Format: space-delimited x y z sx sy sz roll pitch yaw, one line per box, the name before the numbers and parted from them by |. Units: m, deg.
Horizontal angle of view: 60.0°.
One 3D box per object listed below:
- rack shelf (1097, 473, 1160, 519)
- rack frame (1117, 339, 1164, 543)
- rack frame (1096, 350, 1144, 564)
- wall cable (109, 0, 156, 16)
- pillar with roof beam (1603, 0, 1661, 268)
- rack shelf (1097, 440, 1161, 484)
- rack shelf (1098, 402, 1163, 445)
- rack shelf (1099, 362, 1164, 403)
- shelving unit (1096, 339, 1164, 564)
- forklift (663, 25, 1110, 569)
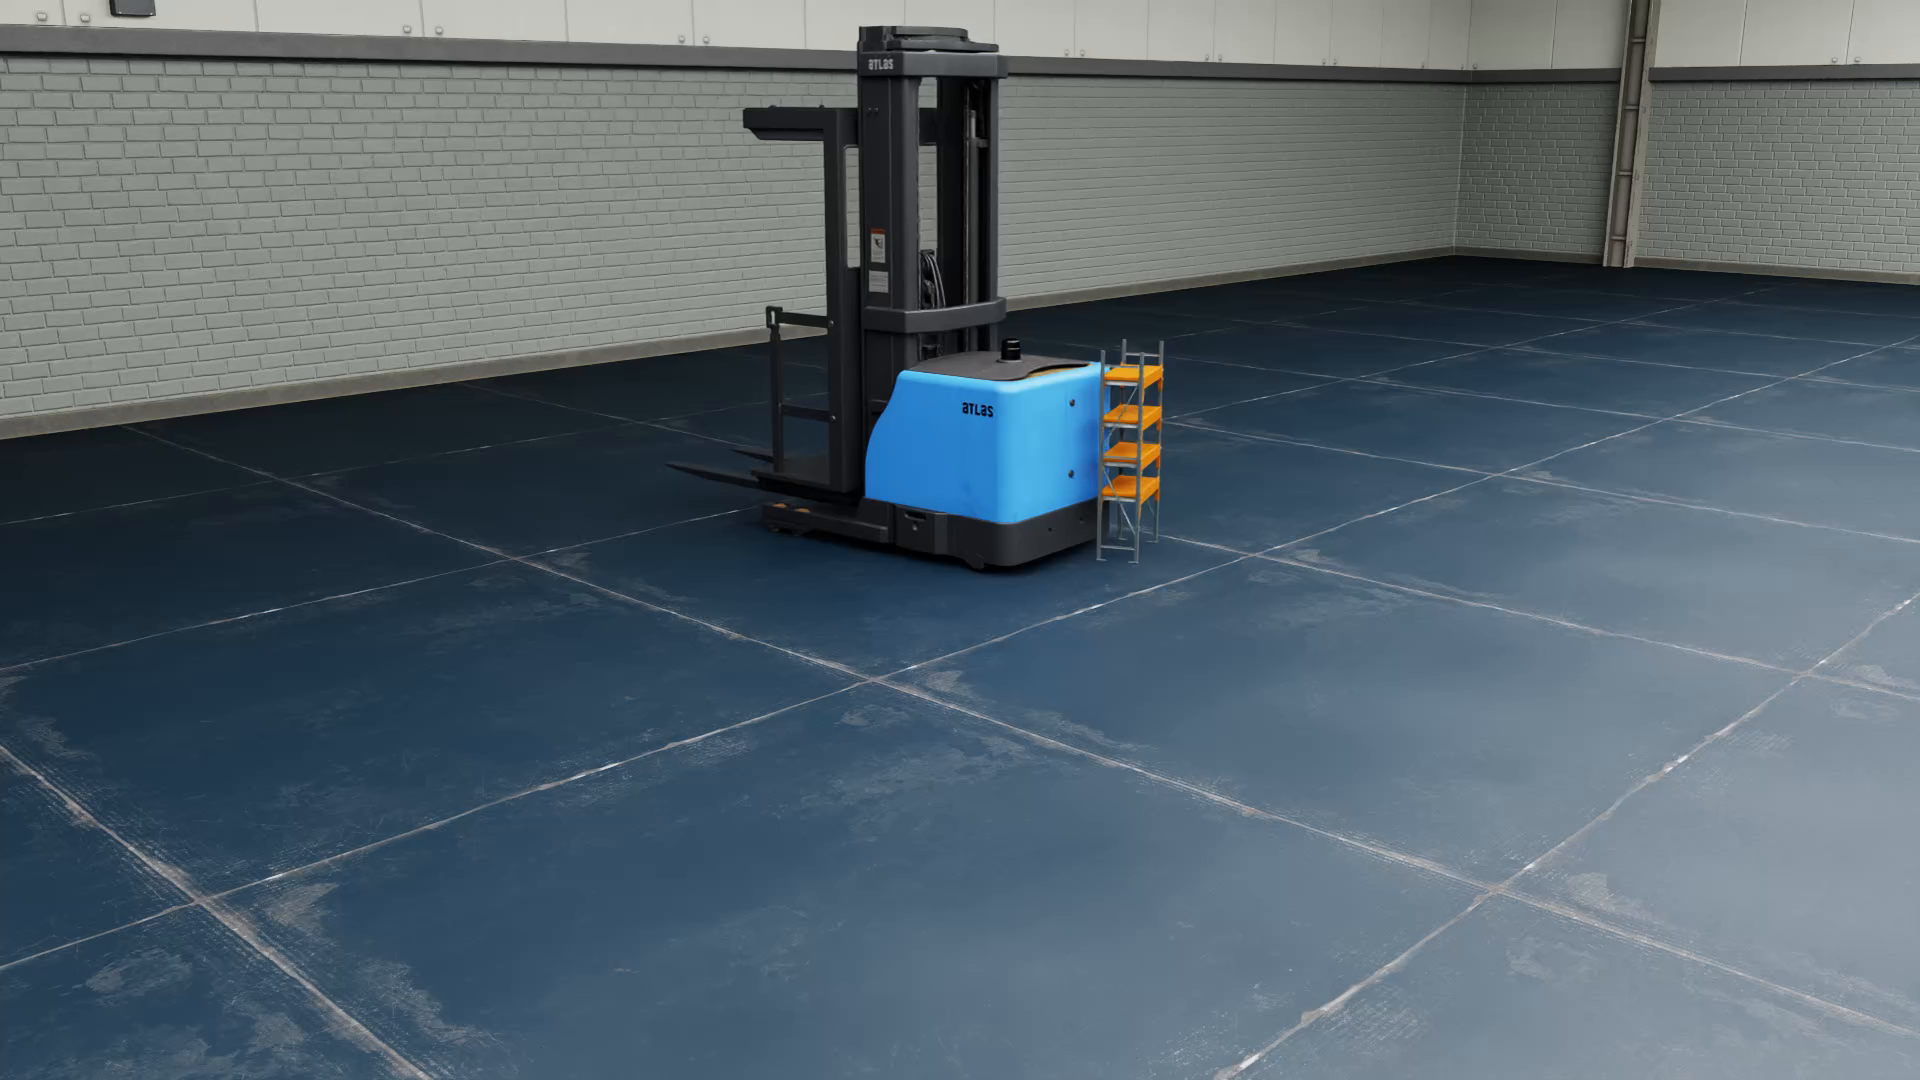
rack shelf | 0.975 -0.258 9.595 0.258 0.148 0.480 5 15 19
rack frame | 1.056 -0.573 9.751 0.240 1.200 0.015 5 15 19
rack frame | 0.895 -0.457 9.306 0.240 1.200 0.015 5 15 19
wall cable | -5.781 -7.203 12.984 0.169 6.003 2.305 14 20 42
pillar with roof beam | 7.697 -8.017 22.854 0.400 9.000 9.100 14 20 42
rack shelf | 0.975 -0.450 9.545 0.258 0.148 0.480 5 15 19
rack shelf | 0.976 -0.666 9.489 0.258 0.148 0.480 5 15 19
rack shelf | 0.976 -0.895 9.429 0.258 0.148 0.480 5 15 19
shelving unit | 0.975 -0.515 9.528 0.258 1.200 0.503 5 15 19
forklift | -0.580 -1.537 10.017 3.031 2.935 1.130 12 19 37
